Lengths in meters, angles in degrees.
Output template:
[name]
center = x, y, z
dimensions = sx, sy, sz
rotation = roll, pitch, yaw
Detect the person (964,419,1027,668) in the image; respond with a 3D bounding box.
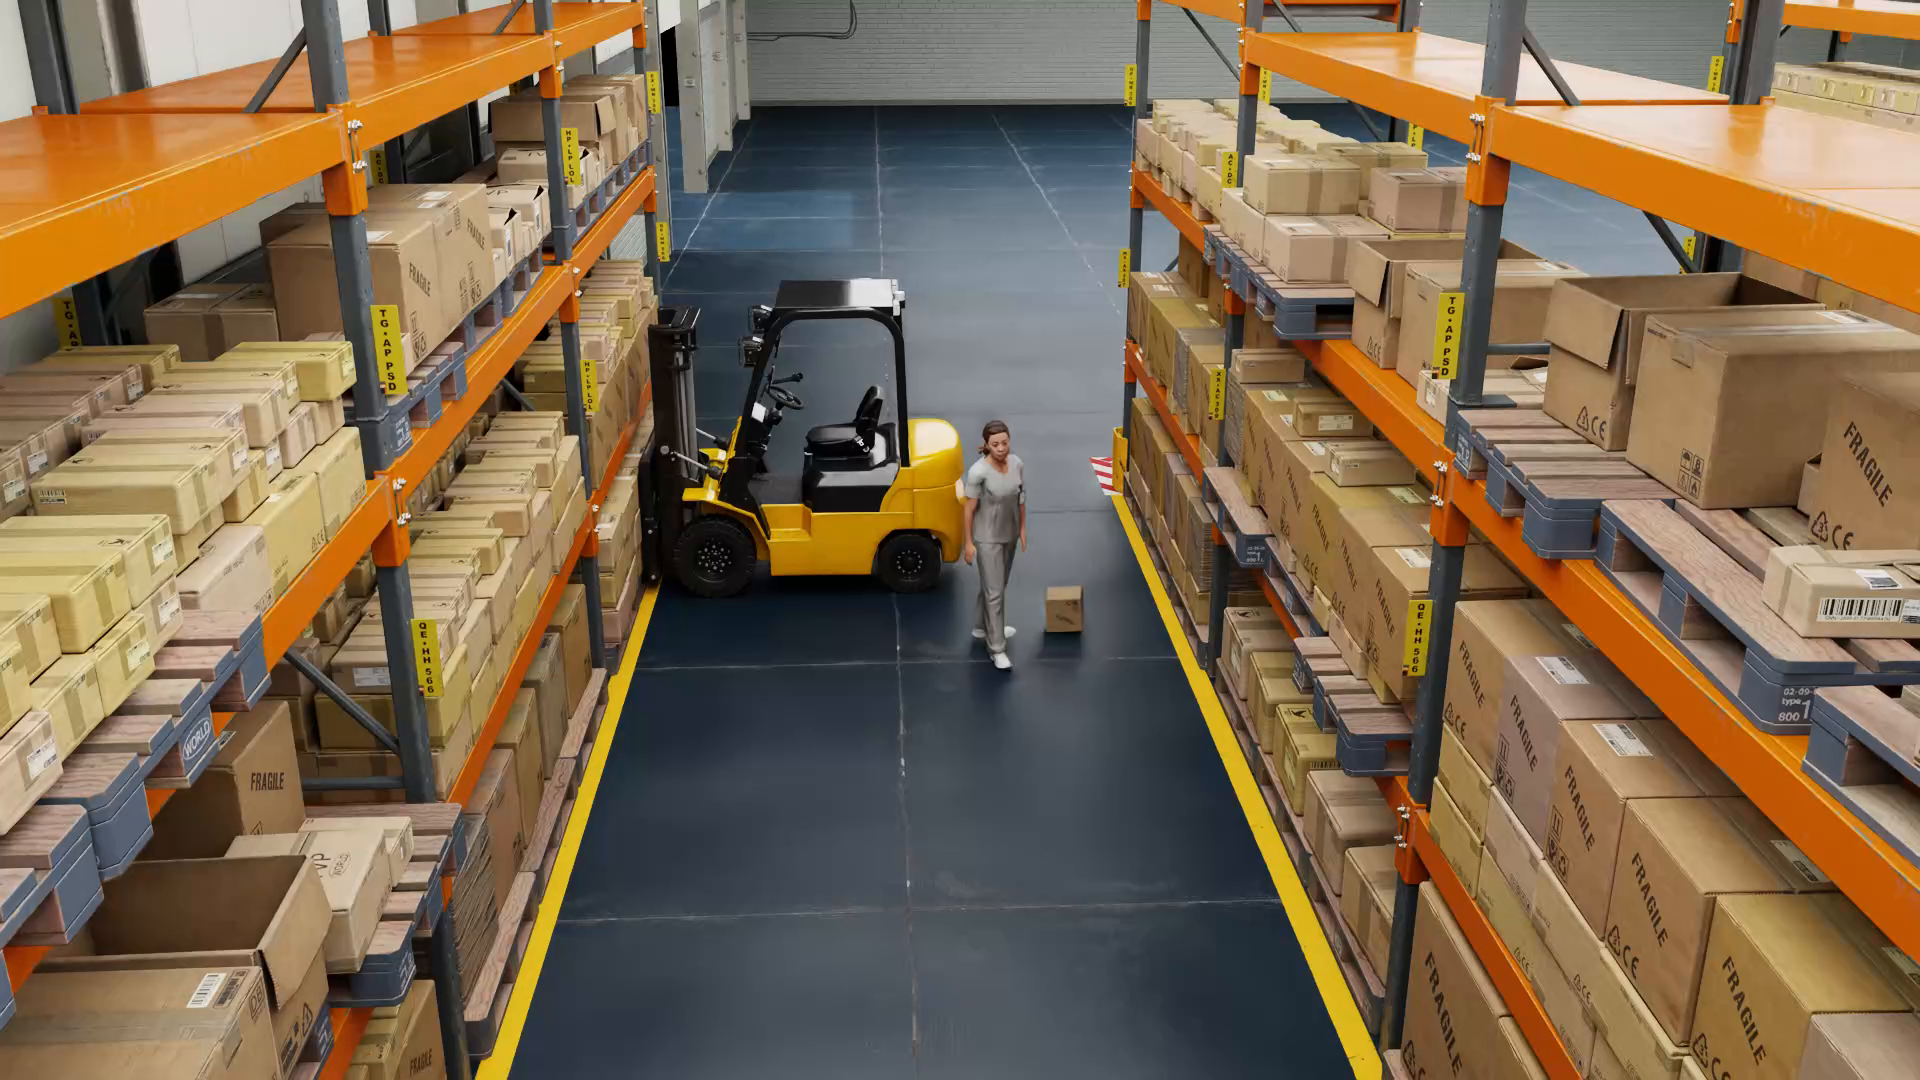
[person]
center = 0.248, -0.011, 11.113
dimensions = 0.511, 1.667, 0.619
rotation = -16, 26, -36
